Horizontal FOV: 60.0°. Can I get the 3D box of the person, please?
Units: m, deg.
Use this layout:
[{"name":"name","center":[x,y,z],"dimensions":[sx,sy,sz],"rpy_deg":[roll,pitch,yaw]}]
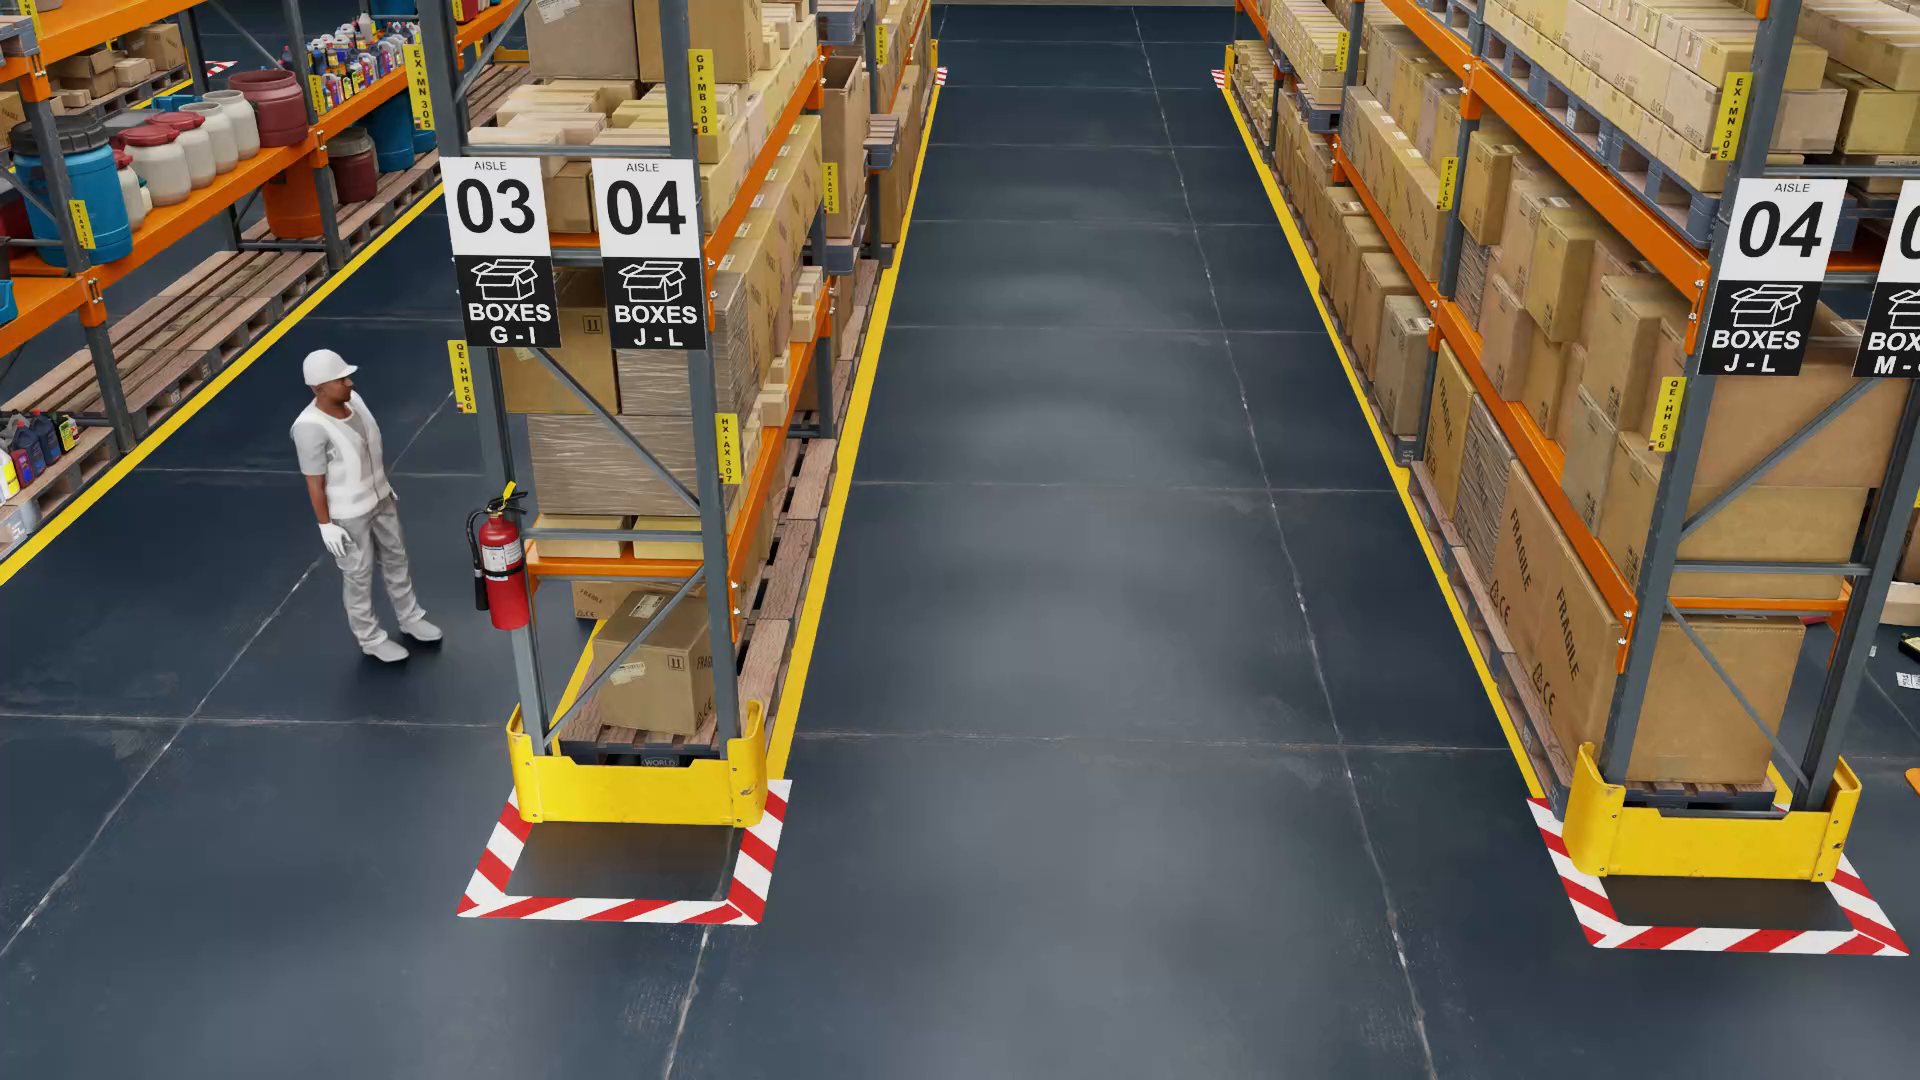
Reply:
[{"name":"person","center":[-3.183,-0.176,8.894],"dimensions":[0.470,1.791,0.586],"rpy_deg":[6,28,12]}]
